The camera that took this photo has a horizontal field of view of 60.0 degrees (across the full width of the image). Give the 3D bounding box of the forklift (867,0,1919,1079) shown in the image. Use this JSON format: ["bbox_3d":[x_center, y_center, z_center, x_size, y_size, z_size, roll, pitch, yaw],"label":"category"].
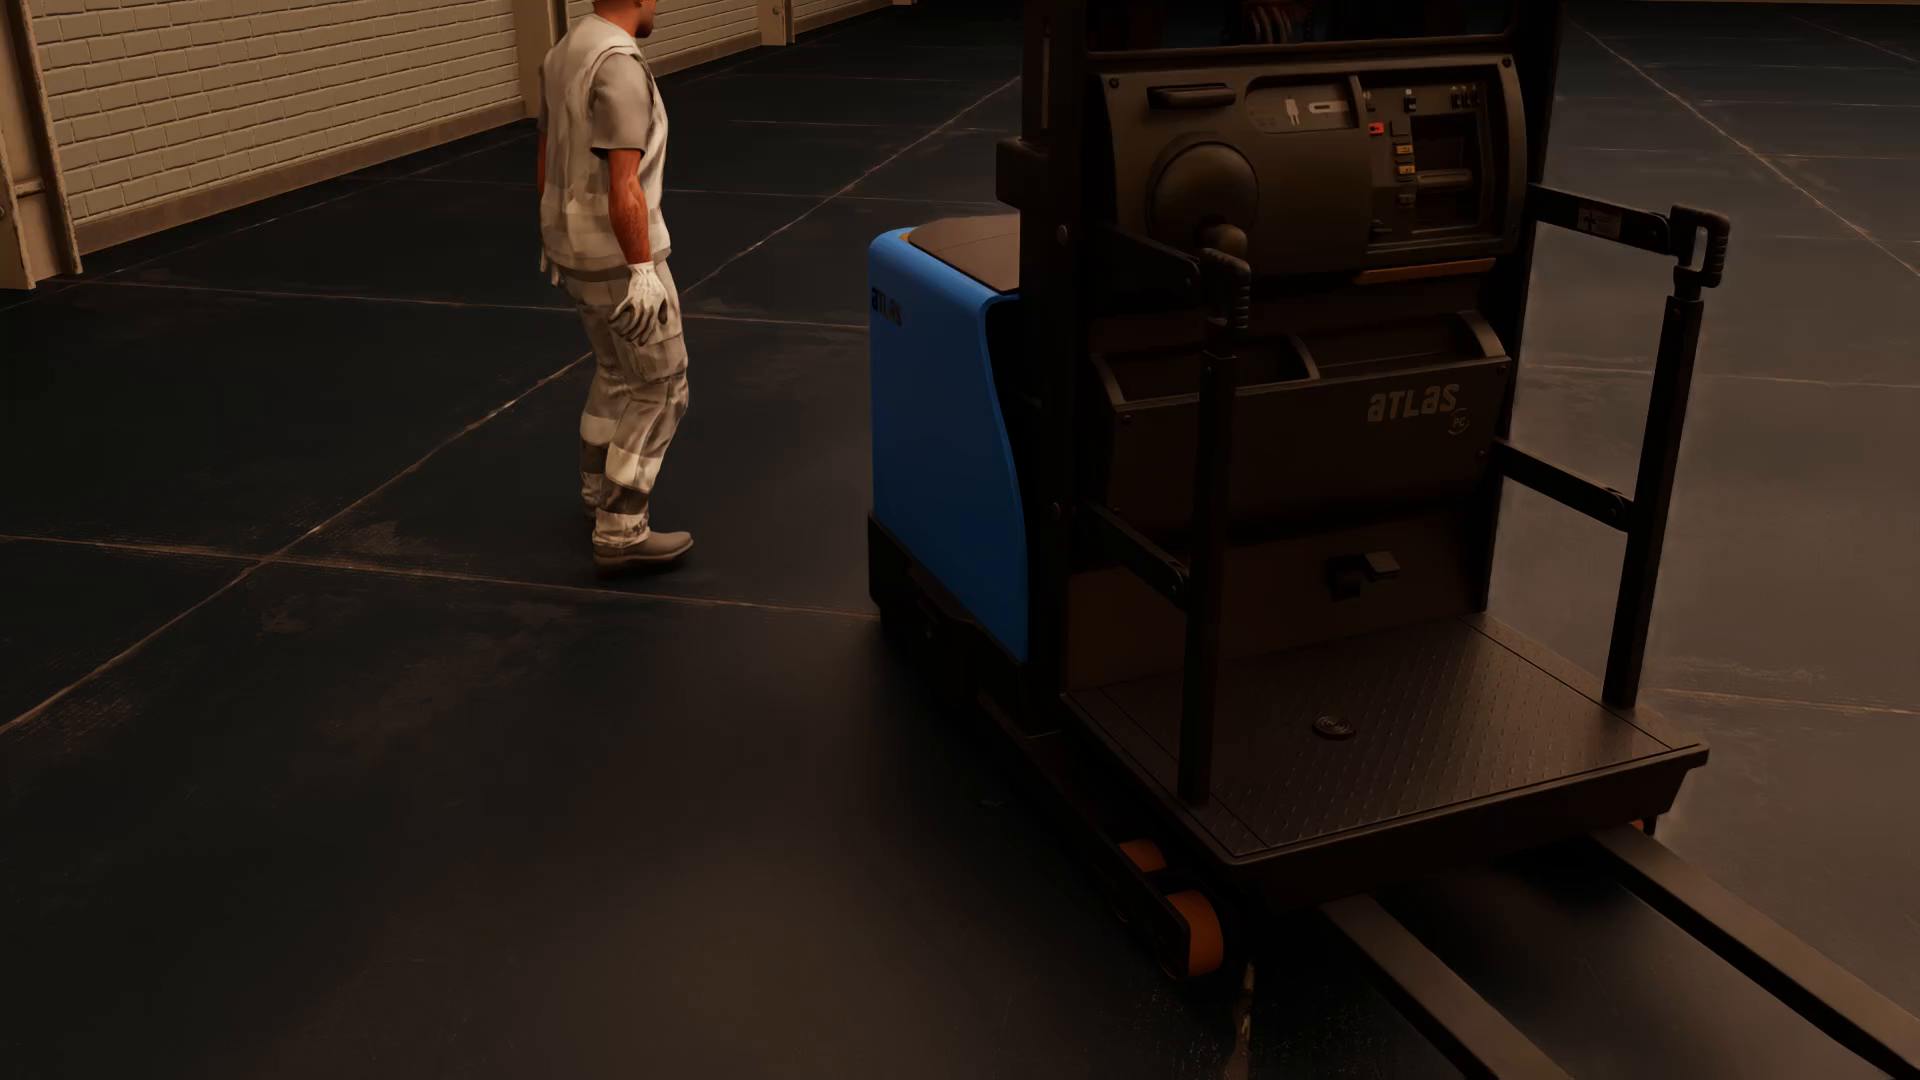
[{"bbox_3d":[0.779,-0.713,3.016,1.130,2.935,3.031,-9,24,-21],"label":"forklift"}]

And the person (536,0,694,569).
[{"bbox_3d":[-0.955,-0.810,4.721,0.428,1.748,0.865,-14,26,-30],"label":"person"}]
